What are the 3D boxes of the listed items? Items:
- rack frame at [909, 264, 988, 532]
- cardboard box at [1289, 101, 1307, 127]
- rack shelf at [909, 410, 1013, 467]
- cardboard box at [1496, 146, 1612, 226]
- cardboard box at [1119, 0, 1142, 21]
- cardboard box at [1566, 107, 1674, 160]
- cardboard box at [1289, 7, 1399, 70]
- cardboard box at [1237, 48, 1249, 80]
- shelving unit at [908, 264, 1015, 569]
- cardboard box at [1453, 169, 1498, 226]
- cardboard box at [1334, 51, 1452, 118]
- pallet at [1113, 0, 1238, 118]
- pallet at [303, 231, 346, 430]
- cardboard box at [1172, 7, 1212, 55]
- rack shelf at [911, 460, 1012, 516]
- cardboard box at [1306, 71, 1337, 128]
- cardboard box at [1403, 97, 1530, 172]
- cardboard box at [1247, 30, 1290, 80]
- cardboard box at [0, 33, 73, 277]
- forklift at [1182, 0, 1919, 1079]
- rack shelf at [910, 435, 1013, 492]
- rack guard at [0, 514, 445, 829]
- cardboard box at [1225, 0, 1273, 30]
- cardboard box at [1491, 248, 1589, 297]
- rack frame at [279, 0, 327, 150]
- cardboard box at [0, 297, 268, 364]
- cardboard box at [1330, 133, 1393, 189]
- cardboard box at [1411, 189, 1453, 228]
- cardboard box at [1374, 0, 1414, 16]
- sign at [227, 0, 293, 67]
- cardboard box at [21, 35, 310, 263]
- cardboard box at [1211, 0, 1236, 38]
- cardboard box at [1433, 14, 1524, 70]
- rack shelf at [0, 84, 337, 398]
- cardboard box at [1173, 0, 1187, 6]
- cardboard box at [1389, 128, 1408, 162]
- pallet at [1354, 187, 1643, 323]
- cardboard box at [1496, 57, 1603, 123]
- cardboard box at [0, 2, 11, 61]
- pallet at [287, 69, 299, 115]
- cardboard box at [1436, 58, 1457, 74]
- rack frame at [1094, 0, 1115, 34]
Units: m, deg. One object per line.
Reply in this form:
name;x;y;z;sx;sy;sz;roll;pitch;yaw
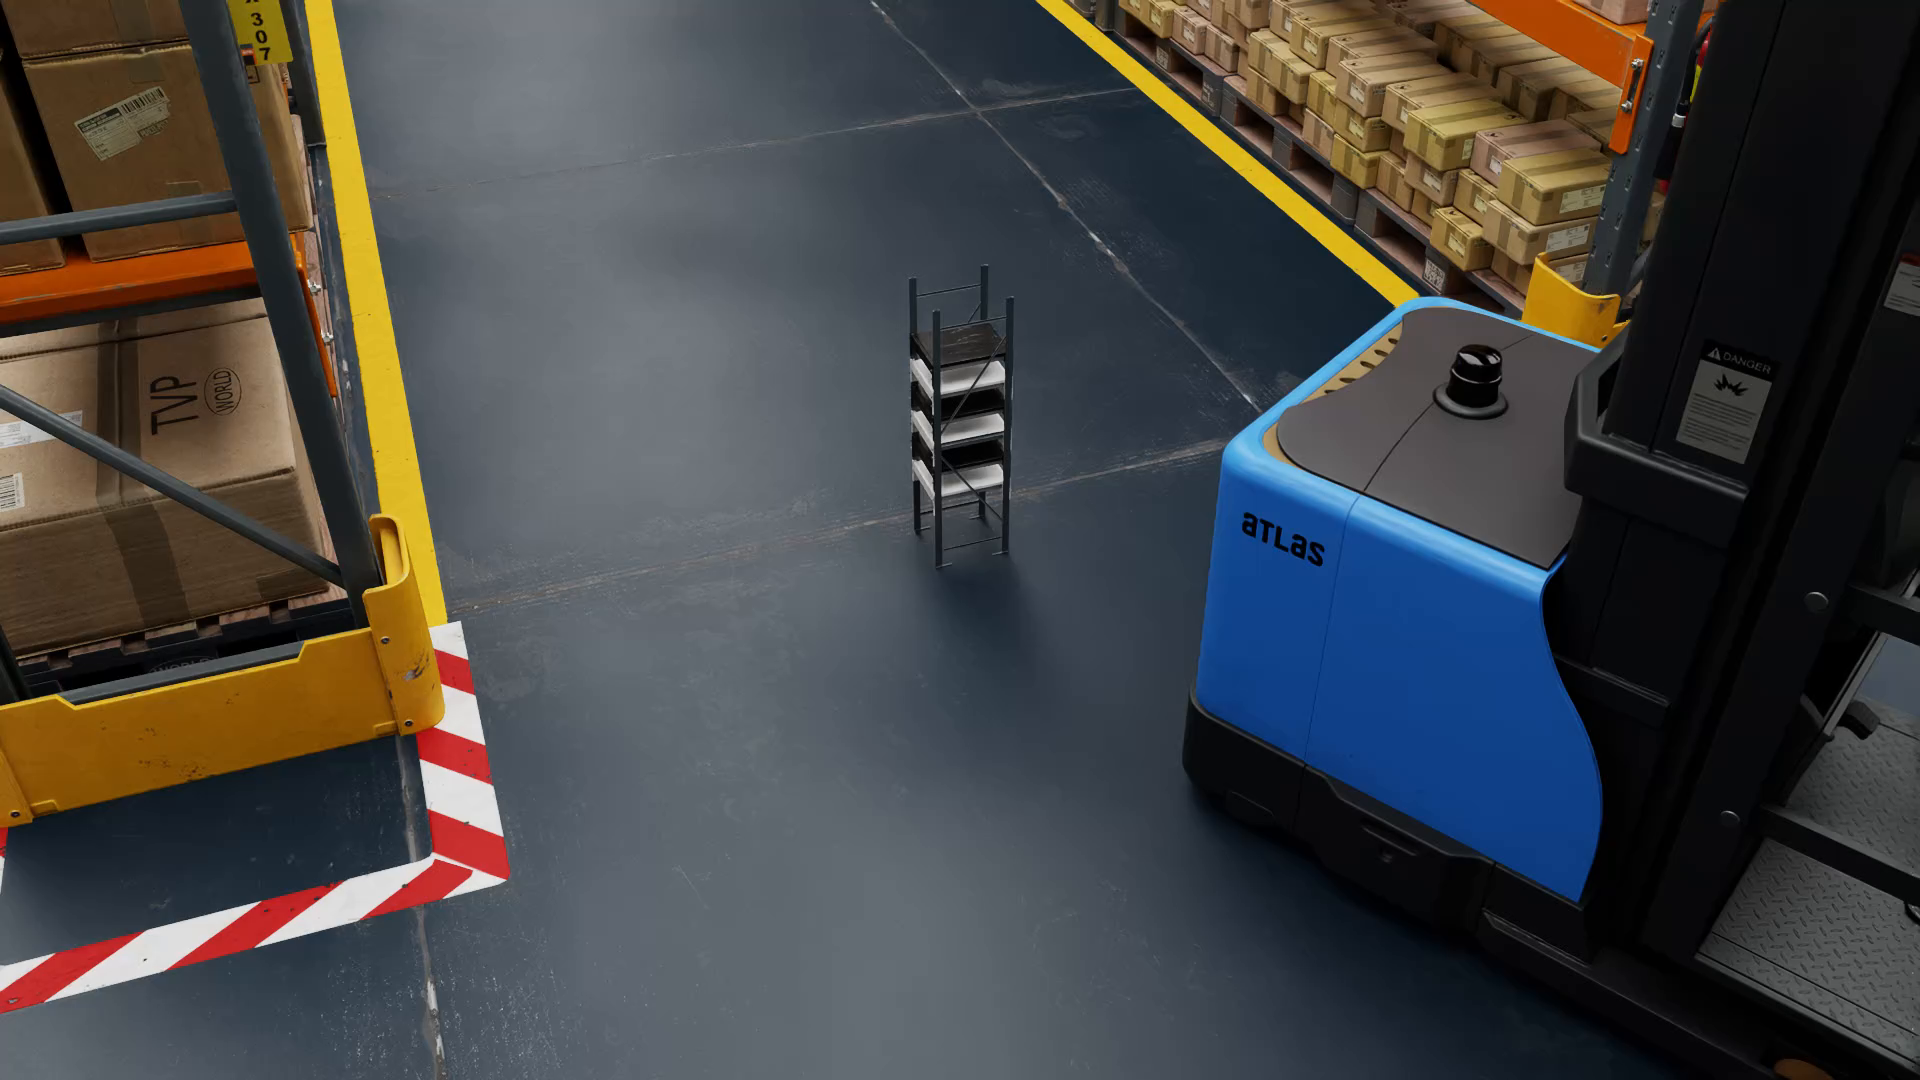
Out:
rack frame;-0.032;-0.412;5.049;0.240;0.900;0.006;-12;39;-16
cardboard box;1.681;-1.919;7.325;0.380;0.149;0.250;-11;38;-15
rack shelf;0.003;-0.328;4.993;0.258;0.077;0.200;-12;39;-16
cardboard box;2.167;-1.273;5.972;0.380;0.149;0.250;-12;39;-15
cardboard box;1.034;-2.776;8.463;0.380;0.149;0.250;-14;39;-18
cardboard box;2.518;-1.523;6.305;0.380;0.149;0.250;-12;39;-15
cardboard box;1.649;-2.160;7.151;0.380;0.149;0.250;-12;39;-16
cardboard box;1.520;-2.218;7.722;0.380;0.149;0.250;-14;39;-18
shelving unit;0.003;-0.355;4.973;0.258;0.900;0.210;-12;39;-16
cardboard box;2.098;-1.305;6.263;0.380;0.149;0.250;-13;39;-17
cardboard box;1.752;-1.846;6.734;0.380;0.149;0.250;-11;38;-14
pallet;1.475;-2.533;8.438;1.003;0.211;1.213;-12;39;-16
pallet;-2.790;-0.687;5.987;1.003;0.211;1.213;-12;39;-16
cardboard box;1.260;-2.496;8.091;0.380;0.149;0.250;-13;39;-16
rack shelf;0.003;-0.184;5.102;0.258;0.077;0.200;-12;39;-16
cardboard box;1.696;-1.878;7.023;0.380;0.149;0.250;-11;38;-14
cardboard box;1.926;-1.546;6.336;0.380;0.149;0.250;-13;39;-17
cardboard box;1.514;-2.172;7.414;0.380;0.149;0.250;-13;39;-16
cardboard box;-2.440;-0.935;3.915;0.500;0.500;0.500;-12;39;-16
forklift;2.039;-0.183;3.056;3.031;2.935;1.130;26;44;31
rack shelf;0.003;-0.256;5.047;0.258;0.077;0.200;-12;39;-16
rack guard;-2.017;0.335;4.390;1.175;0.500;0.348;-12;39;-16
cardboard box;1.429;-2.444;7.528;0.380;0.149;0.250;-12;39;-15
cardboard box;2.210;-1.043;6.162;0.380;0.149;0.250;-12;39;-15
rack frame;-3.402;-2.937;6.656;1.000;3.000;0.127;-12;39;-16
cardboard box;-2.670;-0.689;5.452;0.875;0.438;0.875;-11;38;-15
cardboard box;1.773;-1.602;6.904;0.380;0.149;0.250;-14;39;-18
cardboard box;2.017;-1.334;6.548;0.380;0.149;0.250;-13;39;-16
cardboard box;2.095;-2.417;7.492;0.380;0.149;0.250;-14;39;-18
sign;-1.503;-1.166;3.520;0.100;0.325;0.005;-12;39;-16
cardboard box;-1.921;-1.048;4.065;0.500;0.500;0.500;-13;39;-16
cardboard box;1.414;-2.488;7.833;0.380;0.149;0.250;-14;39;-18
cardboard box;2.254;-2.132;7.113;0.380;0.149;0.250;-12;39;-15
rack shelf;-2.714;-1.520;5.373;1.077;0.370;4.000;-12;39;-16
cardboard box;1.206;-2.771;8.210;0.380;0.149;0.250;-12;39;-16
cardboard box;1.961;-1.613;6.671;0.380;0.149;0.250;-13;39;-16
pallet;2.315;-1.155;6.608;1.003;0.211;1.213;-12;39;-16
cardboard box;2.389;-1.815;6.692;0.380;0.149;0.250;-14;39;-18
cardboard box;-2.415;-1.340;3.621;0.500;0.500;0.500;-11;38;-14
pallet;-3.739;-2.244;8.053;1.003;0.211;1.213;-12;39;-16
cardboard box;2.140;-1.985;7.165;0.380;0.149;0.250;-11;38;-14
rack frame;1.211;-4.019;8.093;1.000;3.000;0.127;-12;39;-16
